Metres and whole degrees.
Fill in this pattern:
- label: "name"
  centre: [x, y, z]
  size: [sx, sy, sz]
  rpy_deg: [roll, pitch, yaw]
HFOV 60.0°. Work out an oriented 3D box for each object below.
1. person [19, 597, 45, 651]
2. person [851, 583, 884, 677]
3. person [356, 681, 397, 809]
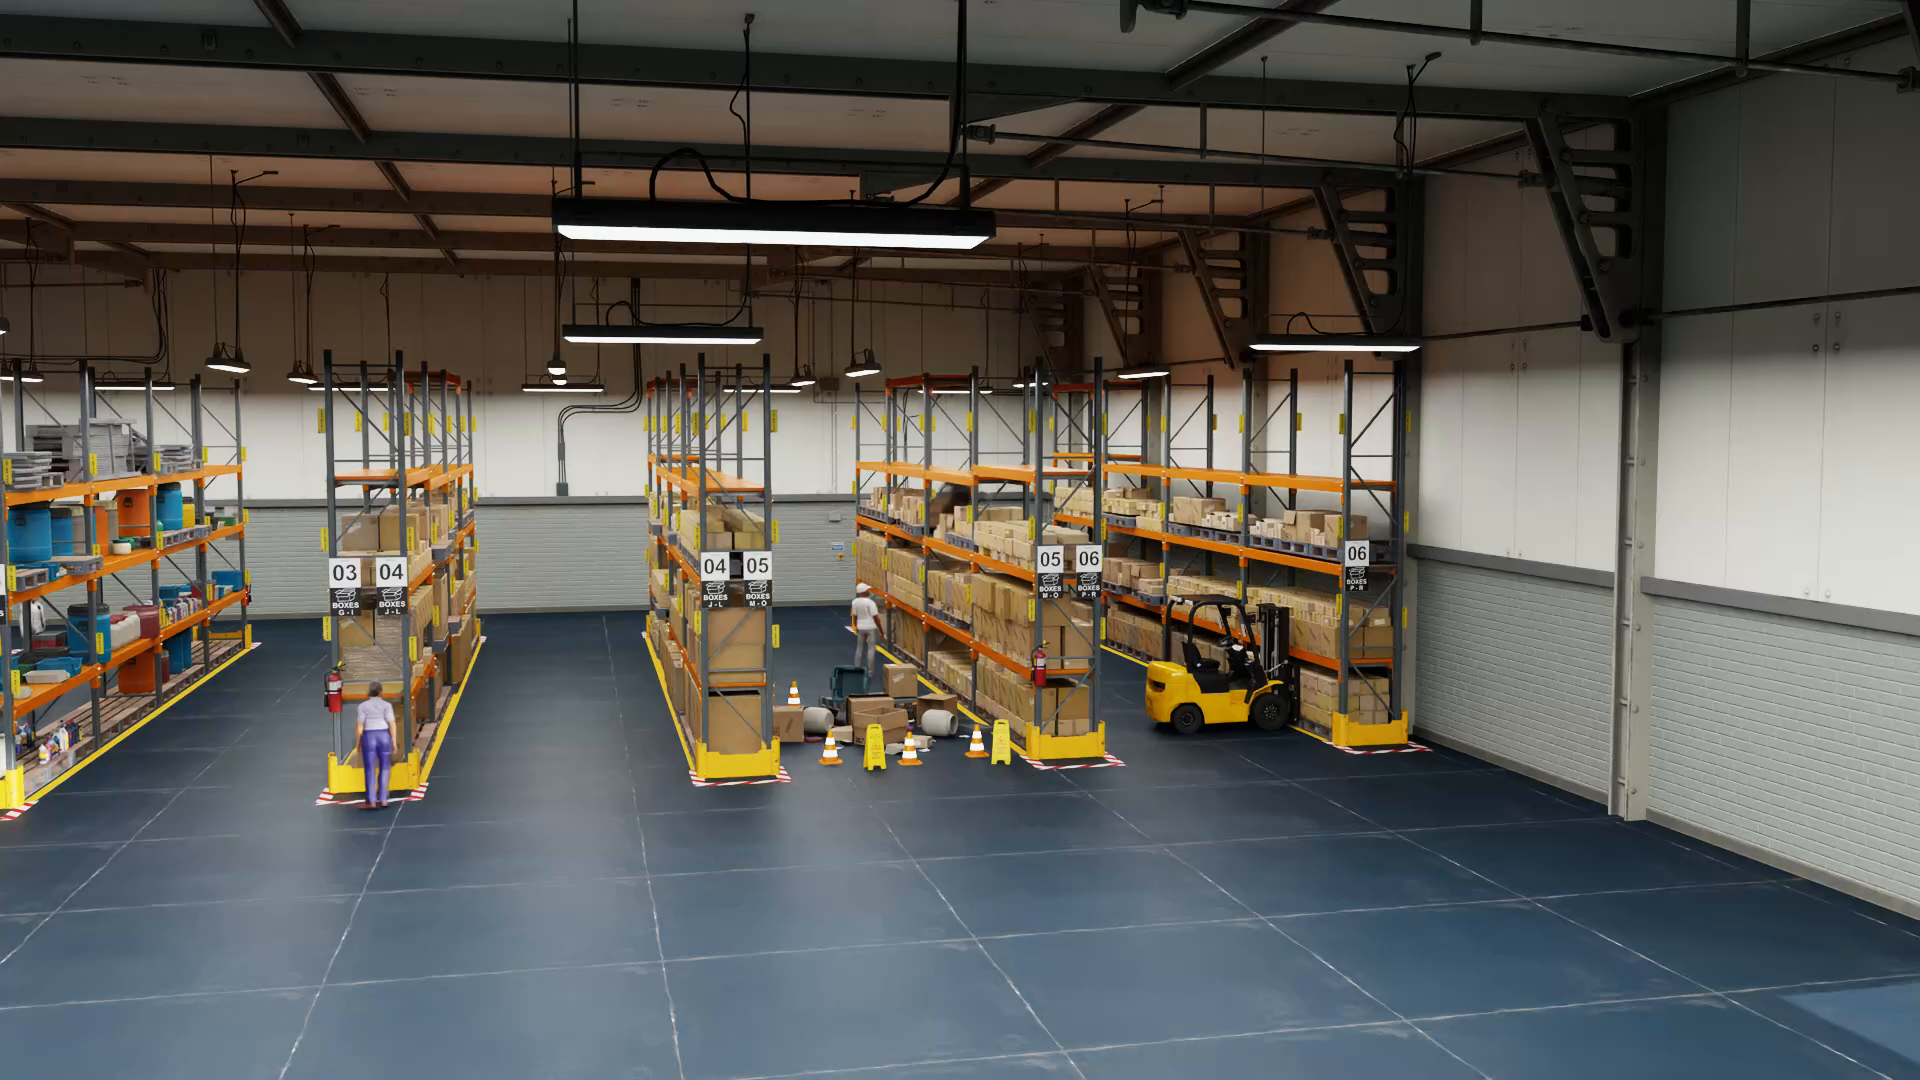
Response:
- label: "person"
  centre: [-18.869, 1.809, 33.863]
  size: [0.443, 1.651, 0.707]
  rpy_deg: [-1, 4, -16]
- label: "person"
  centre: [-1.714, 1.669, 31.091]
  size: [0.632, 1.752, 0.519]
  rpy_deg: [2, 4, 24]
- label: "person"
  centre: [-7.624, 2.674, 21.722]
  size: [0.528, 1.668, 0.378]
  rpy_deg: [-1, 4, -9]
